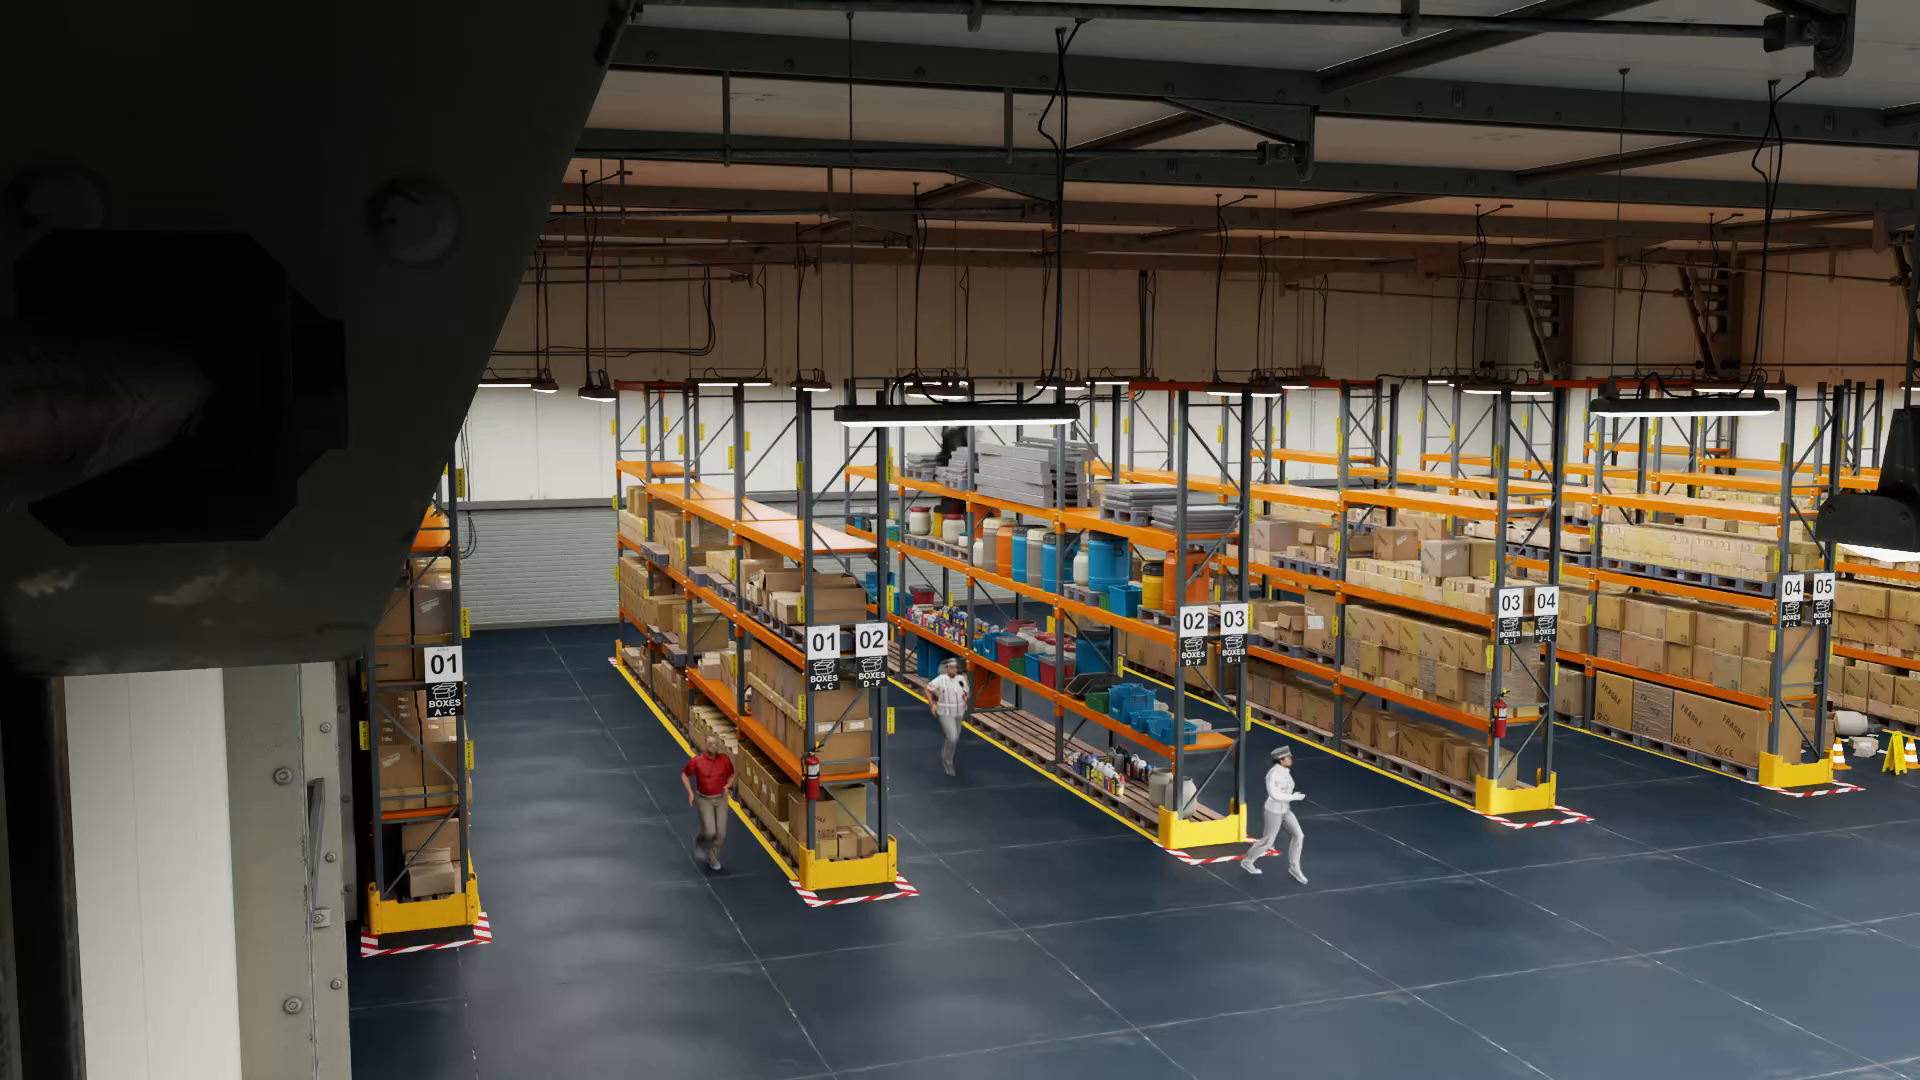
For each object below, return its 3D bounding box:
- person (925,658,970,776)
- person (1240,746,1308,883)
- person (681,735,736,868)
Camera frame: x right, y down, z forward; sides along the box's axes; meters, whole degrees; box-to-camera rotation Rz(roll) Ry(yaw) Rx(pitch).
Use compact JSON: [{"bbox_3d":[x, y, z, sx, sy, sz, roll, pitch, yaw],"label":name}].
[{"bbox_3d":[-0.138,2.735,25.814,0.631,1.850,0.768,-4,7,-36],"label":"person"},{"bbox_3d":[3.859,3.351,20.396,0.823,1.721,0.634,3,7,26],"label":"person"},{"bbox_3d":[-3.105,3.293,20.859,0.657,1.686,0.590,-3,7,-26],"label":"person"}]
